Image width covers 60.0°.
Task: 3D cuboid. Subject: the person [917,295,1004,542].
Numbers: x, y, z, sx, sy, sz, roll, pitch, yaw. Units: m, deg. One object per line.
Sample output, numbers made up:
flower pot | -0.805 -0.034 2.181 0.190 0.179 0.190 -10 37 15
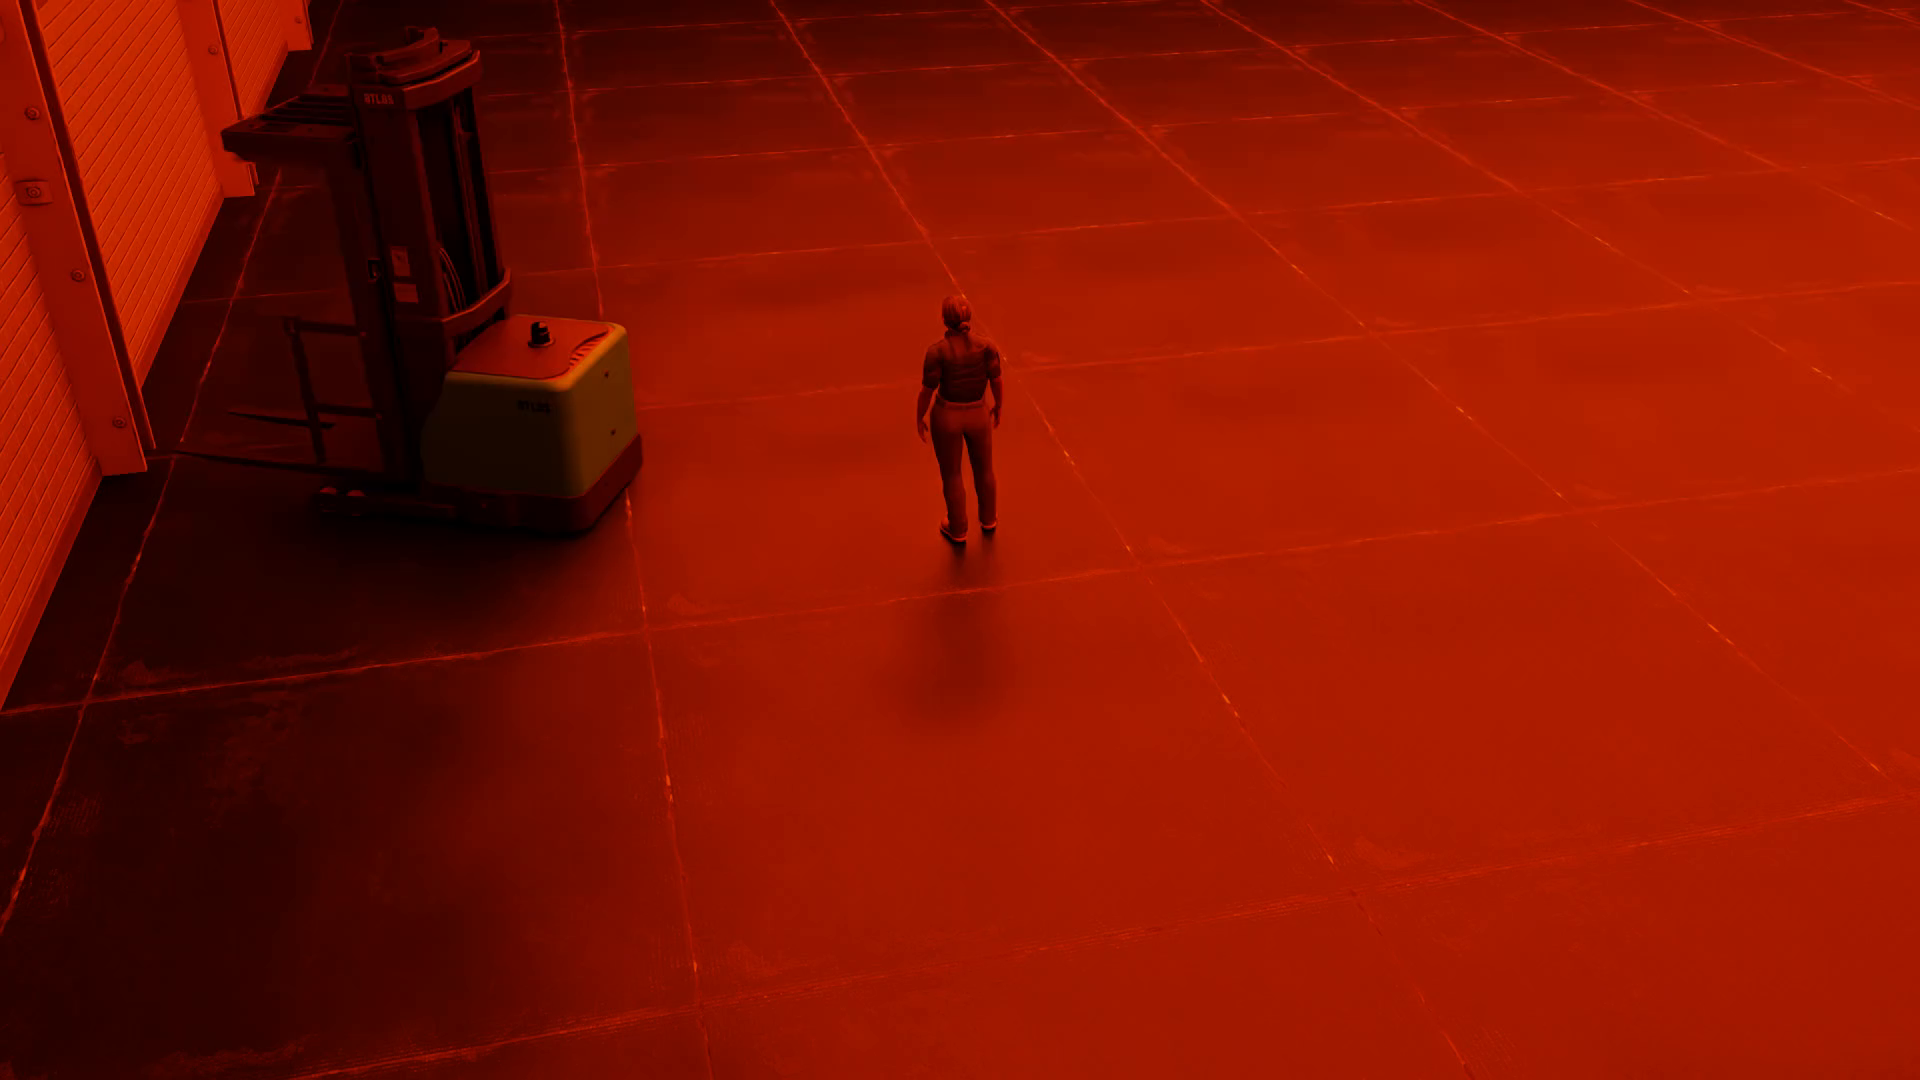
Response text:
person | -0.001 -0.767 10.160 0.570 1.654 0.504 -7 31 -12

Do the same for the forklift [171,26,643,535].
forklift | -3.715 -1.672 10.463 3.031 2.935 1.130 6 31 11
